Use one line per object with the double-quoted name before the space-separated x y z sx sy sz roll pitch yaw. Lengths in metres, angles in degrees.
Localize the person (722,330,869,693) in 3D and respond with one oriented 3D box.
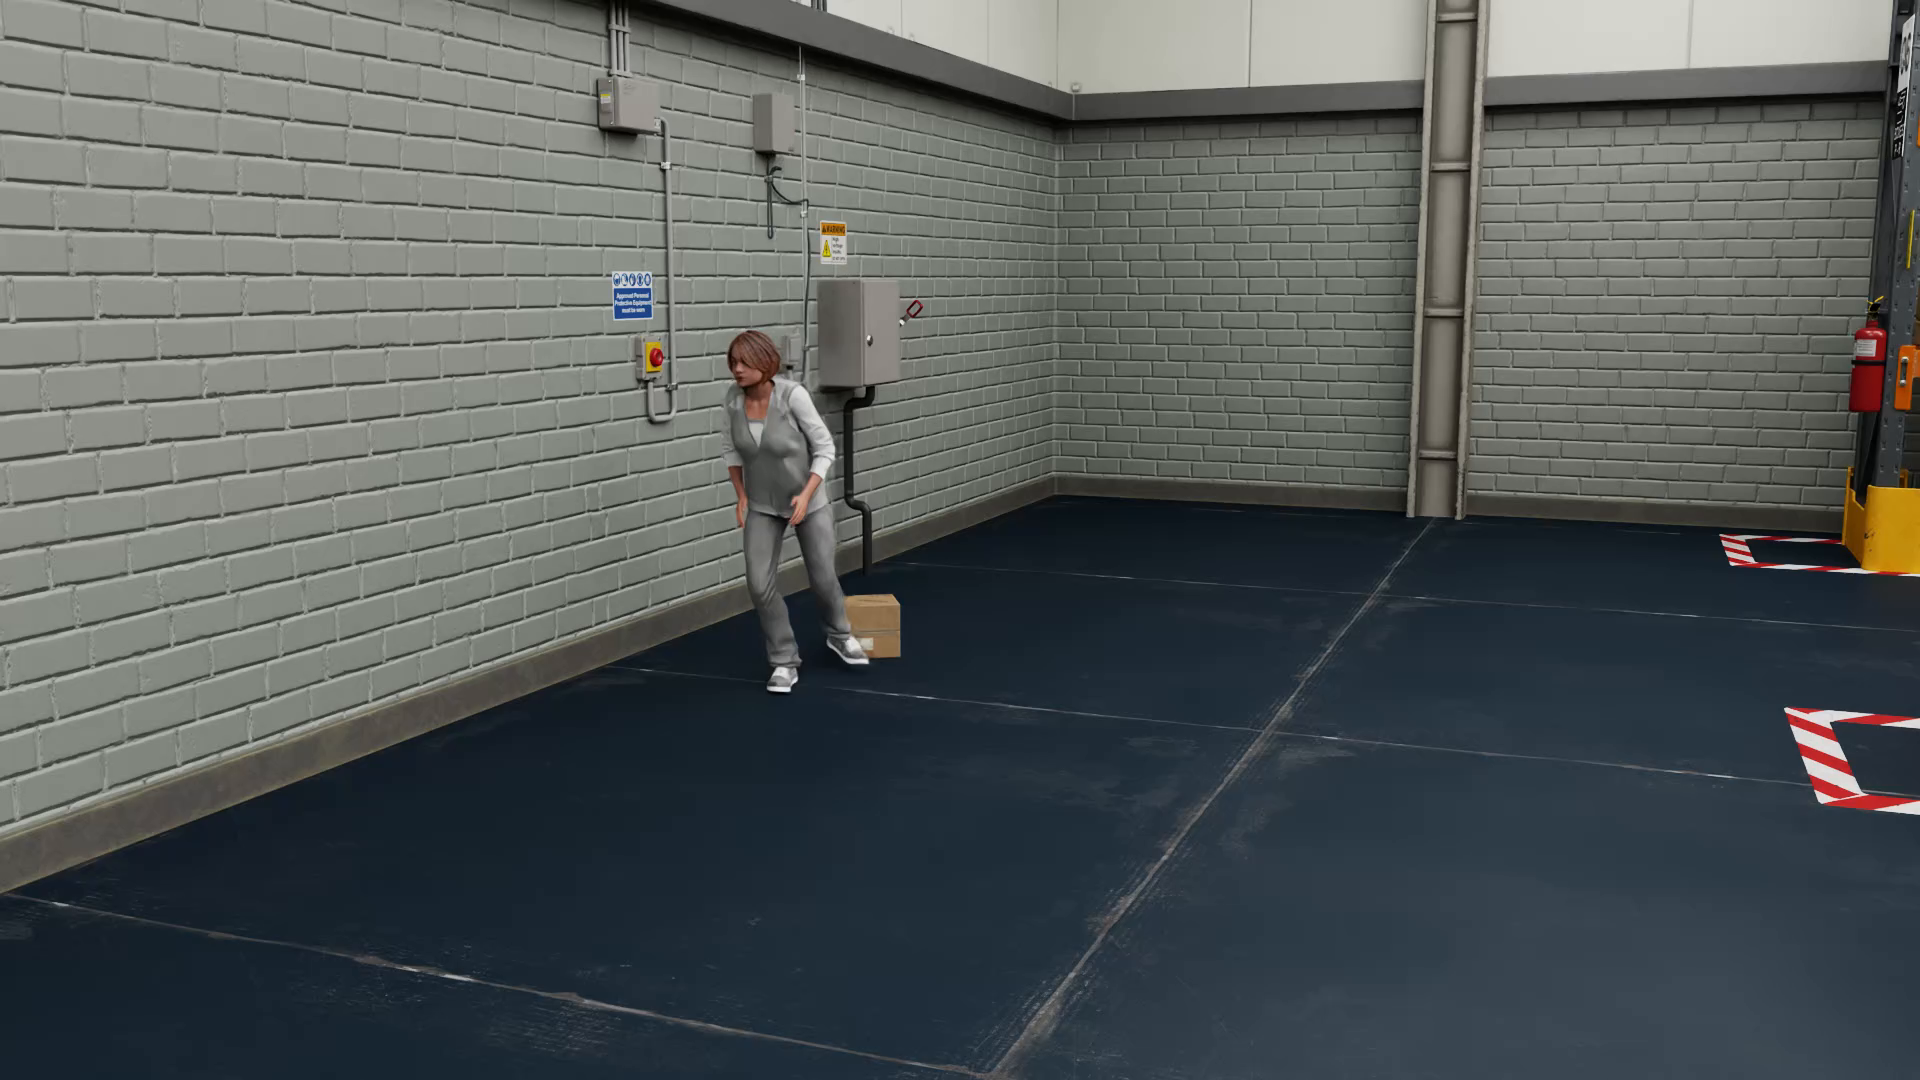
"person" -0.710 -0.127 6.965 0.544 1.511 0.761 2 9 11
